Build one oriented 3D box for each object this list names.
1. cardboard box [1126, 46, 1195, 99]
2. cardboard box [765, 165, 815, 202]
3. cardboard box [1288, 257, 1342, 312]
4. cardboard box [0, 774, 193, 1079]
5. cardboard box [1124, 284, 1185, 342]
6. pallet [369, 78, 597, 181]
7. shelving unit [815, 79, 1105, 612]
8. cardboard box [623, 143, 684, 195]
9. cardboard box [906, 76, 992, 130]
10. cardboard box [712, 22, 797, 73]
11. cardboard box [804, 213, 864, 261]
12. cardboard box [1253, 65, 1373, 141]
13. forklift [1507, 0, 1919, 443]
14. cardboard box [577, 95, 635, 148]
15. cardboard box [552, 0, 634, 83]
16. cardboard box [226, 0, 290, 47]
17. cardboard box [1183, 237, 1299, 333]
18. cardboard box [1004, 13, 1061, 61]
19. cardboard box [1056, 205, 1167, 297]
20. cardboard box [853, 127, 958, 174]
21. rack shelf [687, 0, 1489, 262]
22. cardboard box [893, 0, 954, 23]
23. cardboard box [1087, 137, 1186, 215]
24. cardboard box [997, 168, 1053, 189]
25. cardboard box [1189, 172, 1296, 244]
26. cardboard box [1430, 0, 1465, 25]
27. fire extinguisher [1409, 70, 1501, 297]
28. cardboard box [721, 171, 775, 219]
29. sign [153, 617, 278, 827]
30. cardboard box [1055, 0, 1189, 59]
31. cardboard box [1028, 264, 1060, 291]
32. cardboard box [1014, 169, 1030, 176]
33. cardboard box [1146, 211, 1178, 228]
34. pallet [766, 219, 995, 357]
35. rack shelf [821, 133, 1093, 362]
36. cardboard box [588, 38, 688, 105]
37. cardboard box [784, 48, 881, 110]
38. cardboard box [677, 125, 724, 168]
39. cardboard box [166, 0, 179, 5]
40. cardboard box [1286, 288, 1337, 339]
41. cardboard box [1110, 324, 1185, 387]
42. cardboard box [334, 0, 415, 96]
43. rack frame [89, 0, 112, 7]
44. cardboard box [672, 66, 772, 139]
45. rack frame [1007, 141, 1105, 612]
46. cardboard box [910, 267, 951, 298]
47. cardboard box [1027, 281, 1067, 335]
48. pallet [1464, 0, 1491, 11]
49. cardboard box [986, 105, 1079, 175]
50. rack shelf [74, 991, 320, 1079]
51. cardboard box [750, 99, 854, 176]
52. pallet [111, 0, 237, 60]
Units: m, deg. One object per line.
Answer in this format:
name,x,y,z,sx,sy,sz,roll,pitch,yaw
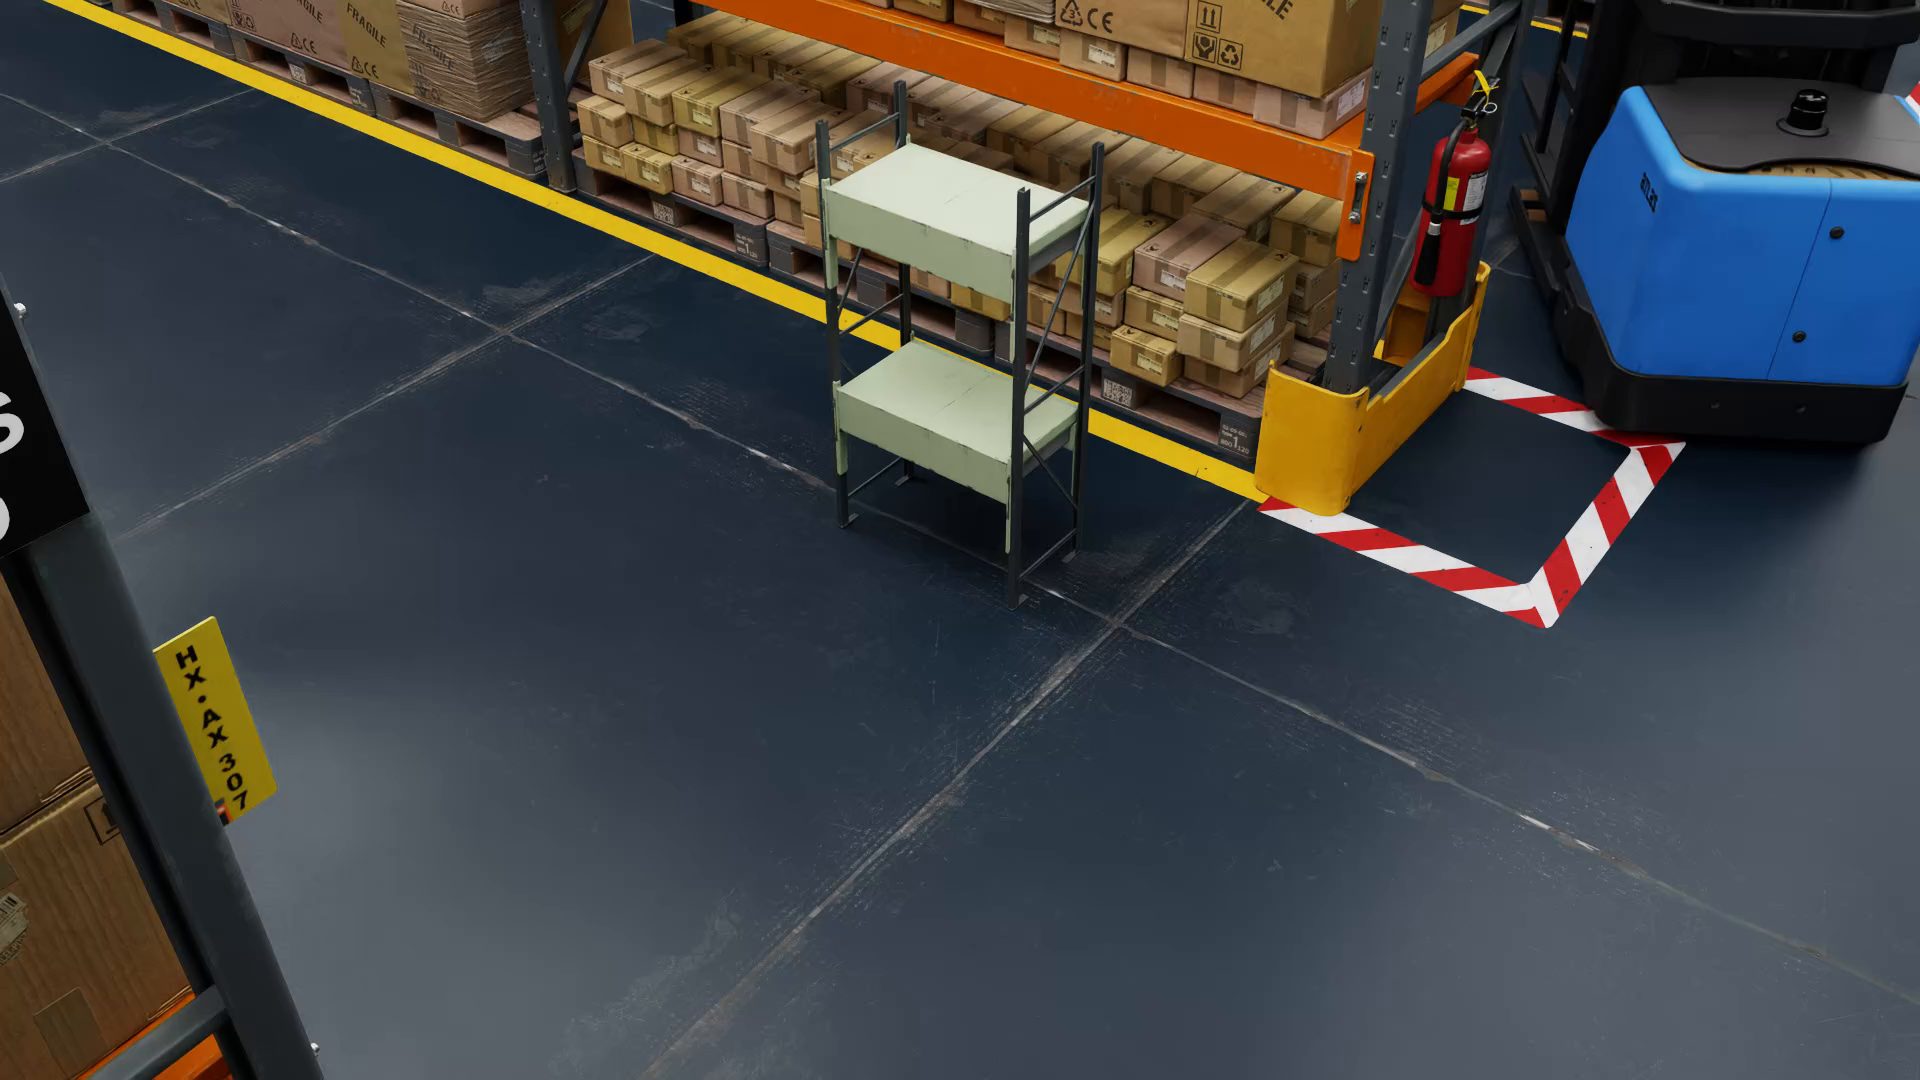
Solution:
cardboard box,0.772,-1.652,5.630,0.250,0.149,0.380,25,44,28
cardboard box,-0.610,-1.593,7.082,0.250,0.149,0.380,27,46,30
cardboard box,1.325,-1.051,6.390,0.250,0.149,0.380,27,46,30
cardboard box,-1.548,0.533,2.555,0.500,0.500,0.500,25,44,28
cardboard box,0.818,-0.911,6.211,0.250,0.149,0.380,24,44,28
pallet,-2.211,-2.260,8.465,1.213,0.211,1.003,25,45,29
shelving unit,-0.005,-0.593,5.291,0.755,1.500,0.431,25,45,29
cardboard box,-1.286,-1.717,7.481,0.250,0.149,0.380,27,45,30
cardboard box,-0.070,-1.886,7.215,0.250,0.149,0.380,24,44,27
cardboard box,-0.924,-2.262,7.695,0.250,0.149,0.380,26,45,29
cardboard box,-0.442,-1.350,7.013,0.250,0.149,0.380,24,44,27
cardboard box,1.155,-1.454,5.377,0.250,0.149,0.380,25,45,29
forklift,3.036,-2.404,6.443,1.130,2.935,3.031,3,38,4
cardboard box,-1.498,-1.935,7.518,0.250,0.149,0.380,27,46,30
cardboard box,-2.017,-2.655,8.395,0.500,0.500,0.500,27,45,30
cardboard box,-3.550,-2.980,8.810,0.500,0.500,0.500,24,44,28
cardboard box,1.011,-0.920,5.982,0.250,0.149,0.380,26,45,29
cardboard box,0.364,-1.849,5.882,0.250,0.149,0.380,23,44,27
cardboard box,0.564,-1.077,6.182,0.250,0.149,0.380,24,44,28
cardboard box,-0.218,-1.516,6.742,0.250,0.149,0.380,25,45,29
rack shelf,-0.003,-2.035,6.499,4.000,0.370,1.077,25,45,29
cardboard box,-0.035,-2.071,6.165,0.250,0.149,0.380,26,45,29
cardboard box,0.714,-1.462,6.674,0.250,0.149,0.380,23,44,27
cardboard box,0.149,-1.279,6.439,0.250,0.149,0.380,27,45,30
cardboard box,1.084,-1.253,6.407,0.250,0.149,0.380,26,45,29
cardboard box,1.397,-2.029,5.586,0.500,0.500,0.500,27,46,31
fire extinguisher,1.505,-1.071,5.050,0.183,0.674,0.296,25,45,29
cardboard box,-0.825,-1.578,7.305,0.250,0.149,0.380,24,44,28
sign,-0.999,0.251,2.230,0.005,0.325,0.100,25,45,29
cardboard box,0.666,-1.963,5.502,0.500,0.500,0.500,25,44,28
cardboard box,0.428,-1.132,6.493,0.250,0.149,0.380,25,44,28
cardboard box,0.247,-1.513,6.980,0.250,0.149,0.380,28,46,31
cardboard box,0.894,-1.229,6.618,0.250,0.149,0.380,26,45,29
pallet,-0.063,-1.278,7.211,1.213,0.211,1.003,25,45,29
rack shelf,-0.005,-0.900,5.050,0.720,0.370,0.431,25,45,29
cardboard box,-1.444,-2.114,7.506,0.250,0.149,0.380,27,46,30
cardboard box,-0.563,-2.037,7.408,0.250,0.149,0.380,27,45,30
cardboard box,-1.027,-1.810,7.359,0.250,0.149,0.380,25,44,28
cardboard box,-4.362,-3.356,9.291,0.500,0.500,0.500,23,44,27
cardboard box,1.364,-0.965,6.521,0.250,0.149,0.380,26,45,29
cardboard box,0.775,-0.754,6.251,0.250,0.149,0.380,27,45,30
cardboard box,-2.740,-2.594,8.317,0.500,0.500,0.500,24,44,28
rack frame,-4.769,-4.565,9.148,0.127,3.000,1.000,25,45,29
cardboard box,-1.030,-1.911,7.247,0.250,0.149,0.380,25,44,28
rack frame,0.285,-0.456,5.116,0.023,1.500,0.400,25,45,29
cardboard box,-0.032,-1.158,6.768,0.250,0.149,0.380,26,45,29
cardboard box,0.413,-0.981,6.541,0.250,0.149,0.380,26,45,29
pallet,3.032,-3.580,10.152,1.213,0.211,1.003,25,45,29
cardboard box,0.319,-1.692,6.967,0.250,0.149,0.380,26,45,29
rack shelf,-2.930,0.427,3.355,4.000,0.370,1.077,25,45,29
cardboard box,-0.657,-1.689,6.964,0.250,0.149,0.380,26,45,29
pallet,-4.149,-3.174,9.633,1.213,0.211,1.003,25,45,29
